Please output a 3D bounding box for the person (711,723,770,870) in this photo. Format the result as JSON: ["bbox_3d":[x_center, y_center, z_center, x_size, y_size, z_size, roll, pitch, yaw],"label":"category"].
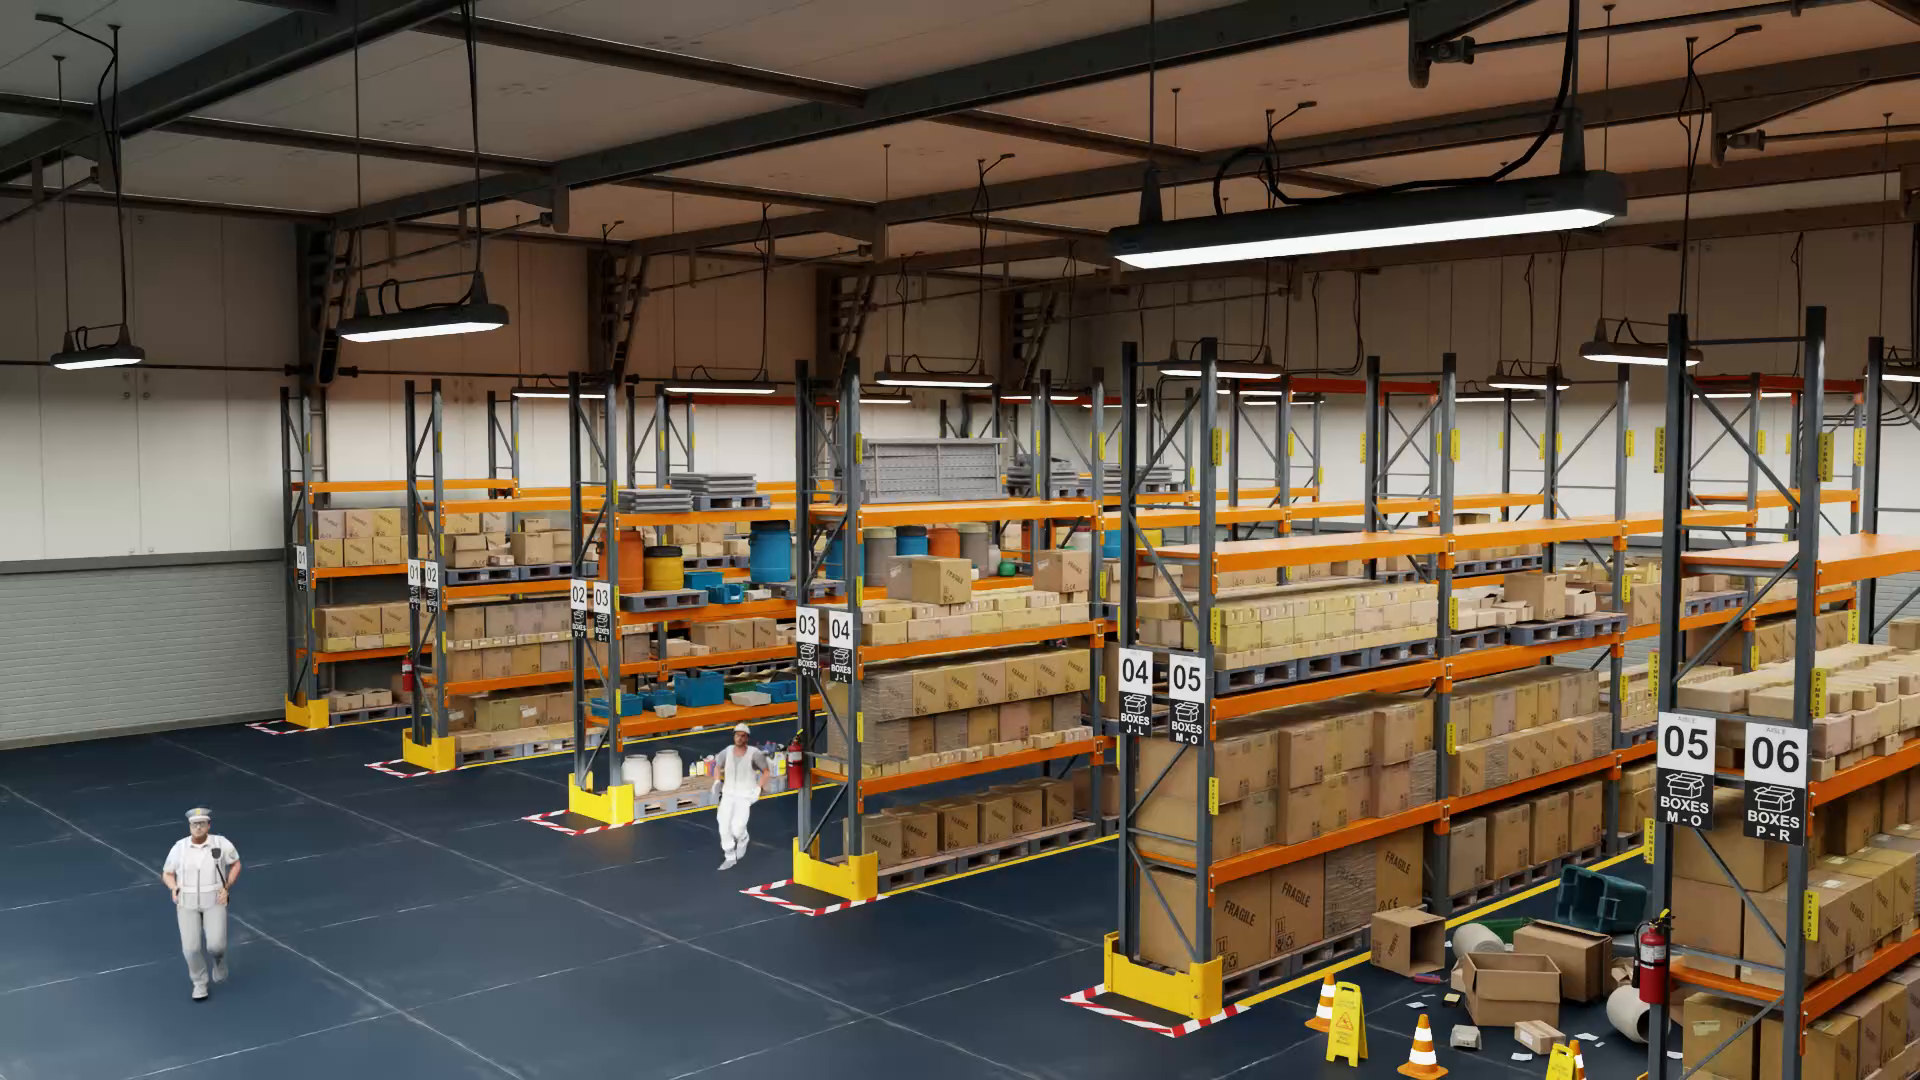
[{"bbox_3d":[-2.633,3.044,19.725,0.671,1.742,0.571,1,4,15],"label":"person"}]

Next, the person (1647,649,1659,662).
[{"bbox_3d":[10.853,2.613,26.096,0.749,1.828,0.632,-4,5,-44],"label":"person"}]

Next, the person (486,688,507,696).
[{"bbox_3d":[-7.889,2.498,28.632,0.595,1.751,0.753,3,5,44],"label":"person"}]

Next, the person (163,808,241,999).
[{"bbox_3d":[-6.966,3.317,15.275,0.658,1.733,0.620,-1,4,-19],"label":"person"}]
